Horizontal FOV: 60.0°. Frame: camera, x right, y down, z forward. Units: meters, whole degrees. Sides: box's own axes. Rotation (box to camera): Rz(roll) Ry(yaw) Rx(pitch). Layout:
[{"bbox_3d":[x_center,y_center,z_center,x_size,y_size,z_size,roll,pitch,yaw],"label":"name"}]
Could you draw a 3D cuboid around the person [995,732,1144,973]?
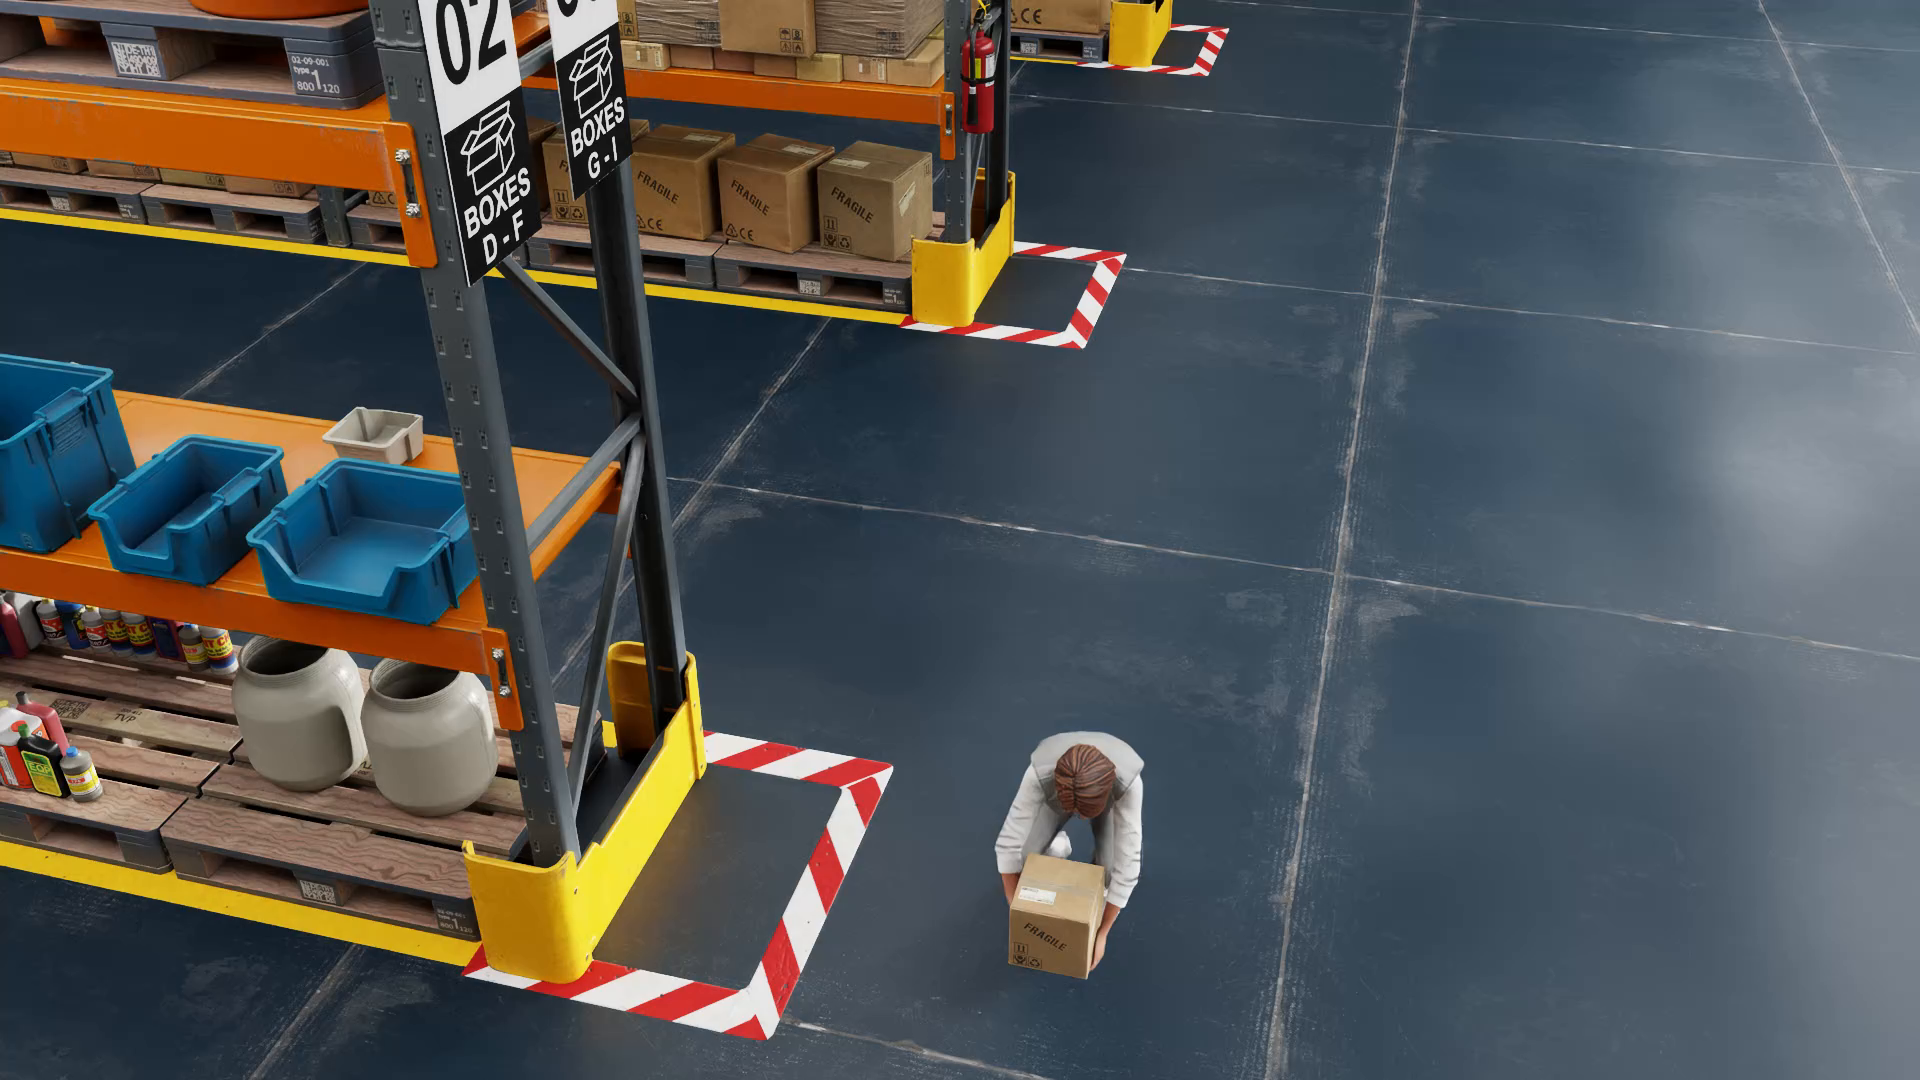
[{"bbox_3d":[0.385,0.911,5.423,0.467,0.879,0.797,8,34,12],"label":"person"}]
